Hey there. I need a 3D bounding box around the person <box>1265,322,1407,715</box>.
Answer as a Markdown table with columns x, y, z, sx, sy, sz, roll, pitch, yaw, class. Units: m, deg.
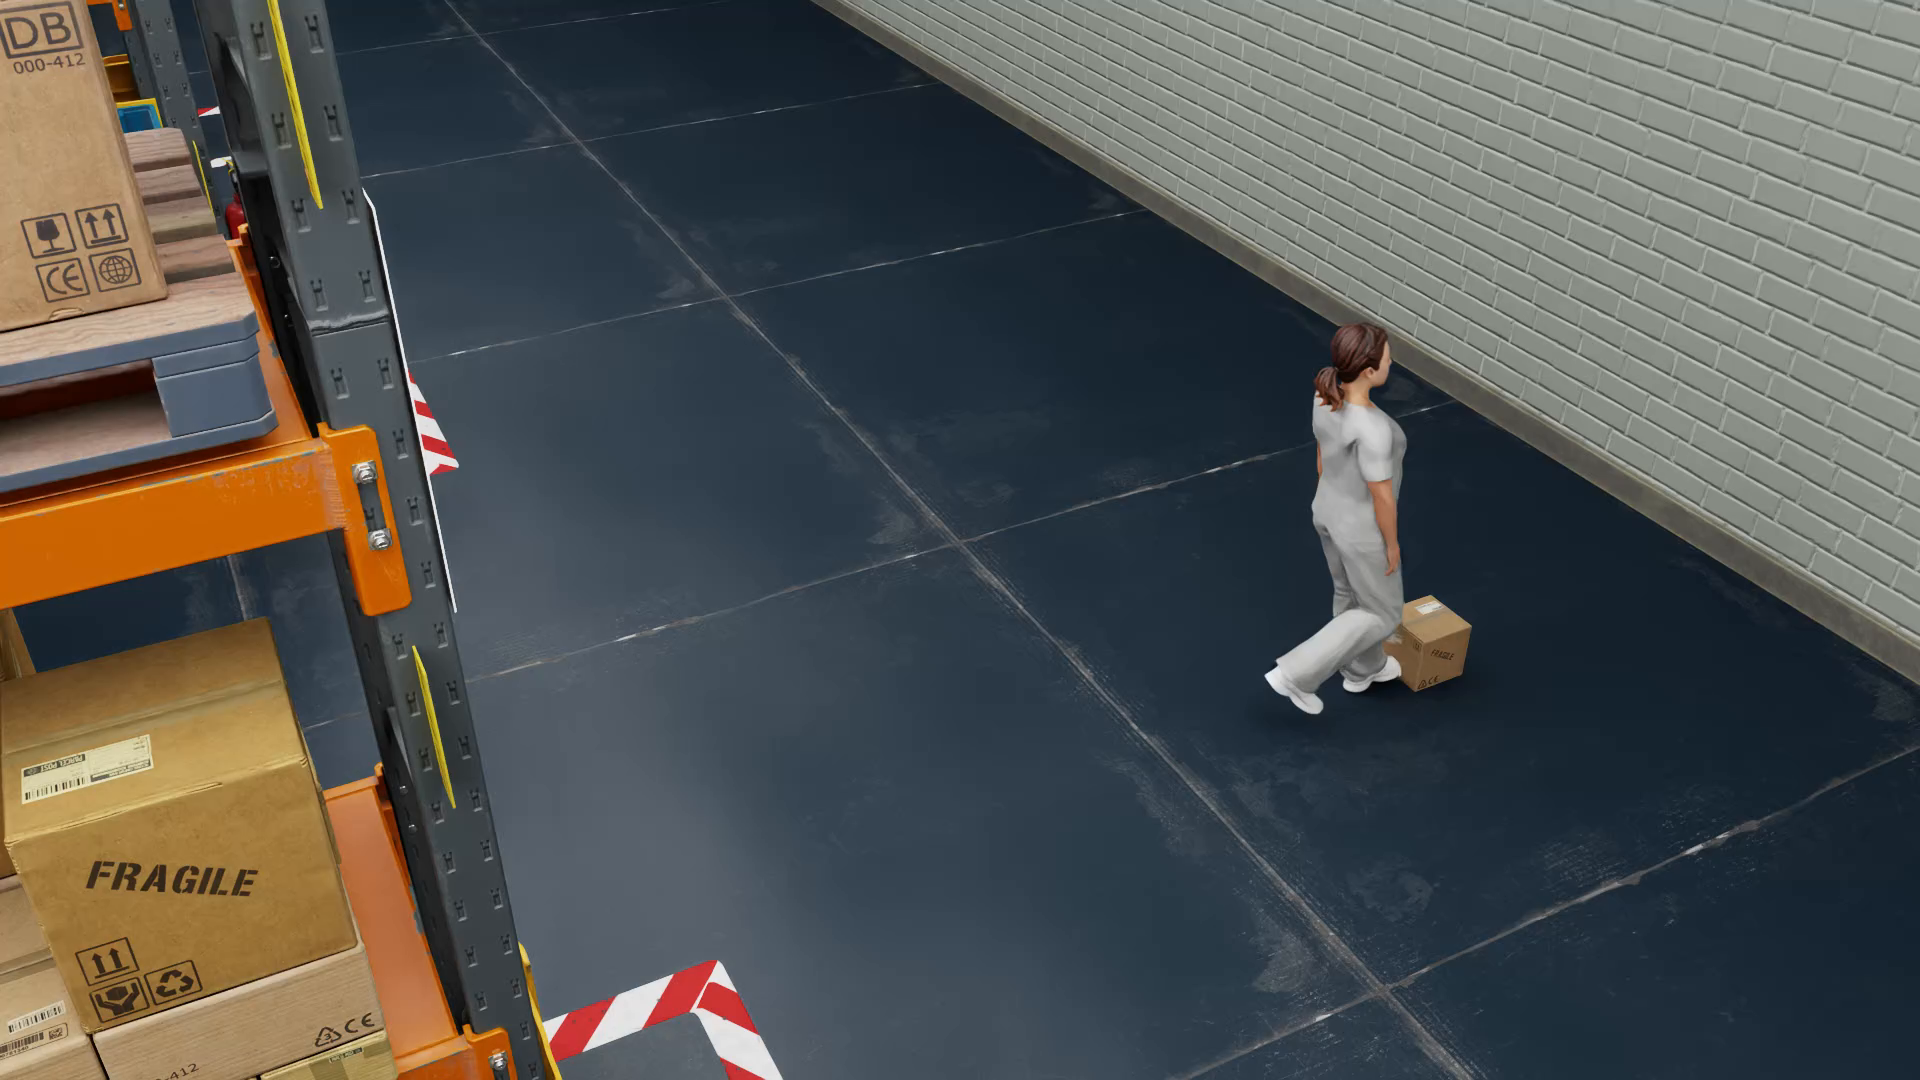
| x | y | z | sx | sy | sz | roll | pitch | yaw | class |
| --- | --- | --- | --- | --- | --- | --- | --- | --- | --- |
| 1.496 | -0.059 | 6.227 | 0.743 | 1.653 | 0.462 | -11 | 35 | -16 | person |
